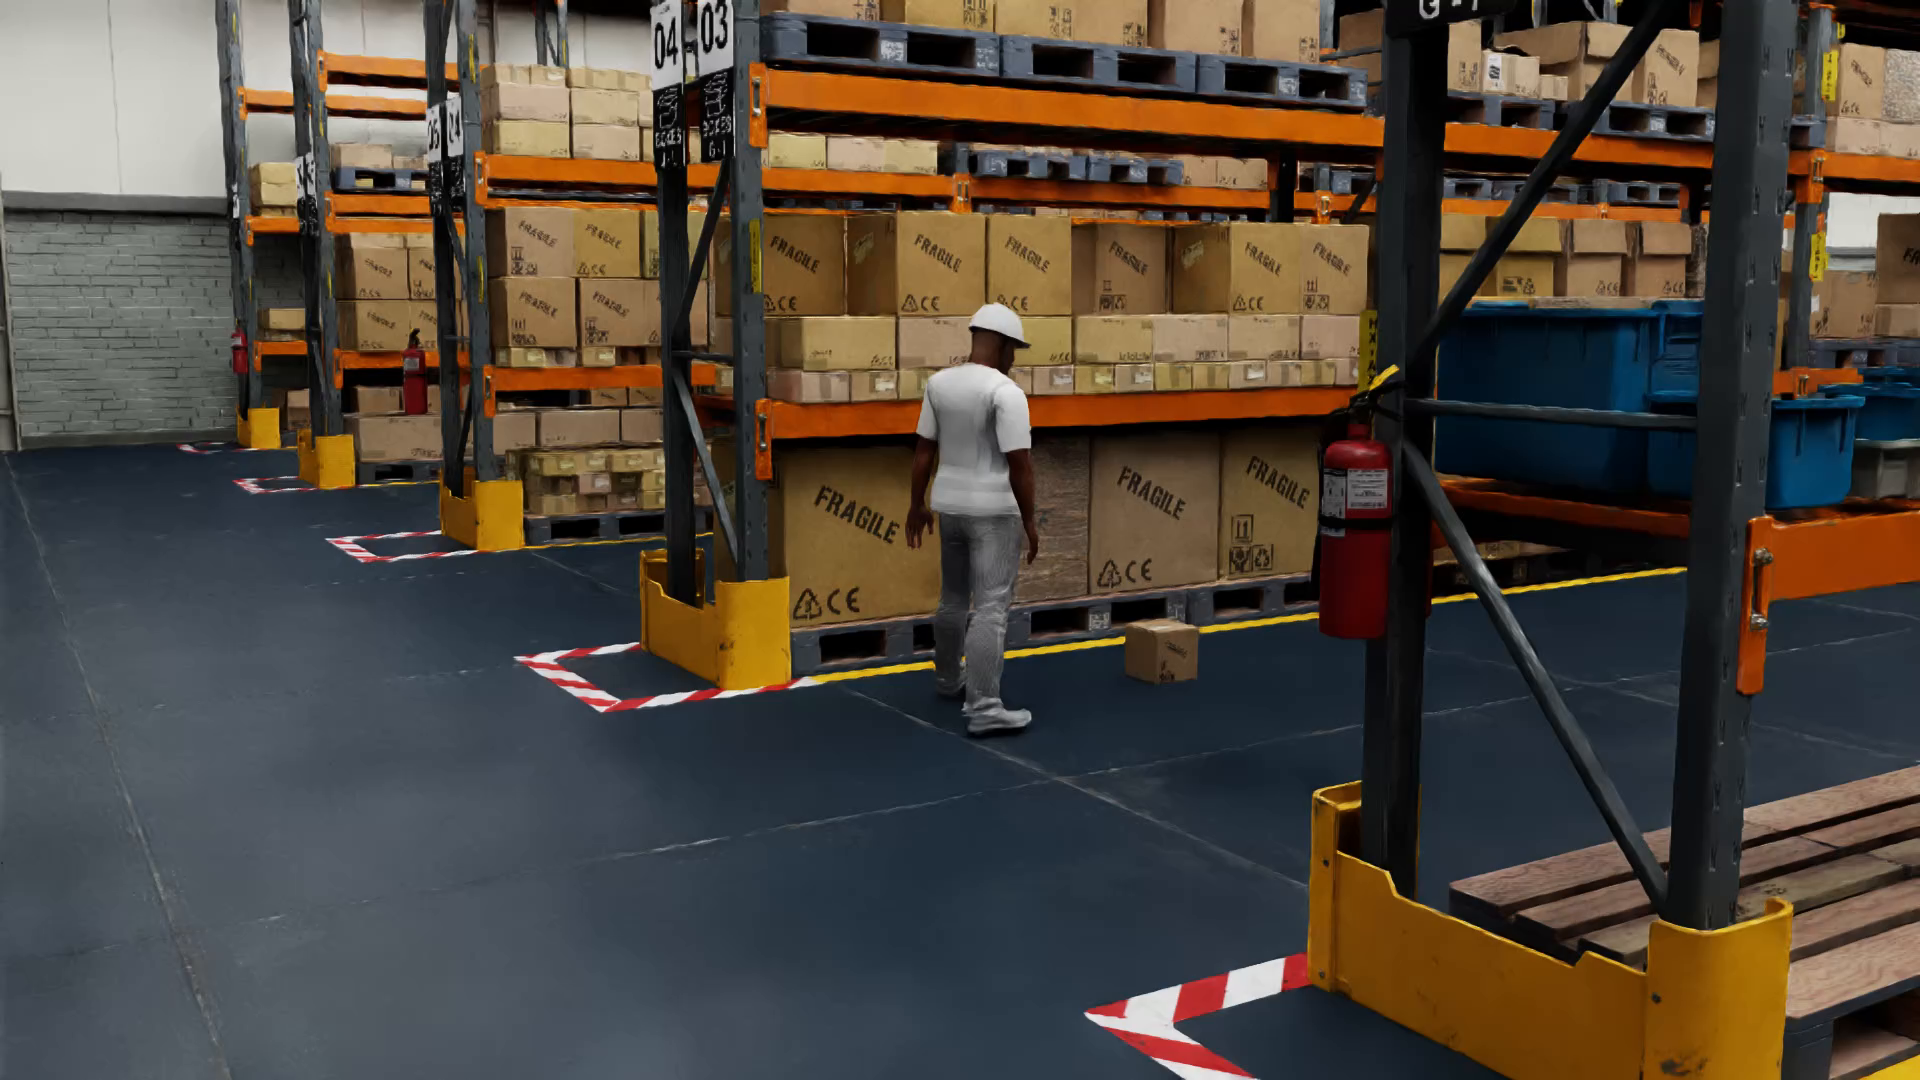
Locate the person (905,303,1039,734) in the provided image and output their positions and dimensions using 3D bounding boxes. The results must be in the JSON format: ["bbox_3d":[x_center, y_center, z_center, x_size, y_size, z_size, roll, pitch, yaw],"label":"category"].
[{"bbox_3d":[0.074,-0.128,7.078,0.646,1.743,0.759,-8,11,-43],"label":"person"}]
